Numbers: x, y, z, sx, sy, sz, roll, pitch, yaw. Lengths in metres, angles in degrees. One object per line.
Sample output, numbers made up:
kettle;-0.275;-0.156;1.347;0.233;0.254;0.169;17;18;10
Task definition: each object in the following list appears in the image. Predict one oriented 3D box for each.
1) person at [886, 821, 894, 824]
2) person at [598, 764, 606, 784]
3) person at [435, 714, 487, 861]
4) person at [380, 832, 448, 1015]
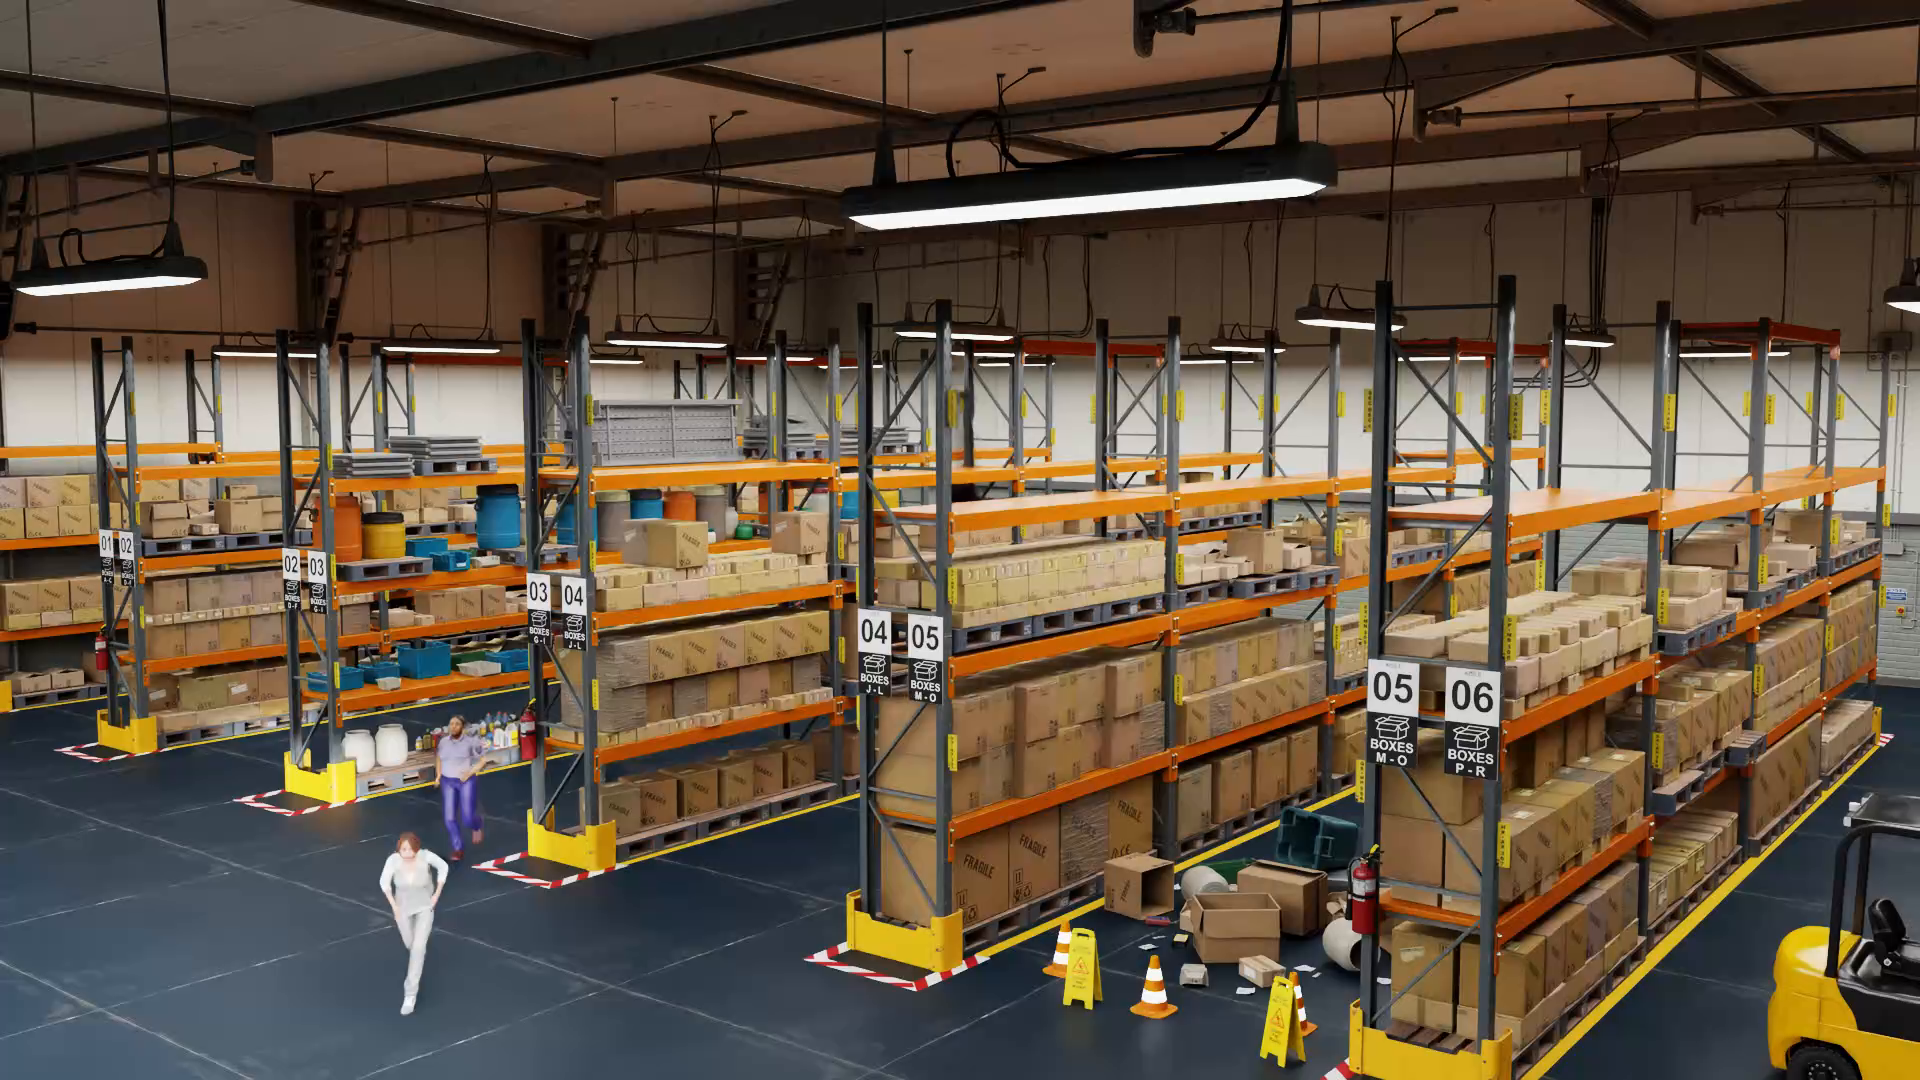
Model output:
person;-0.564;2.721;18.253;0.646;1.750;0.941;4;6;38
person;-4.837;2.438;21.956;0.601;1.645;0.574;1;5;8
person;-5.605;2.750;18.652;0.603;1.593;0.640;0;5;3
person;-4.671;3.182;14.270;0.559;1.549;0.887;-1;5;-16
